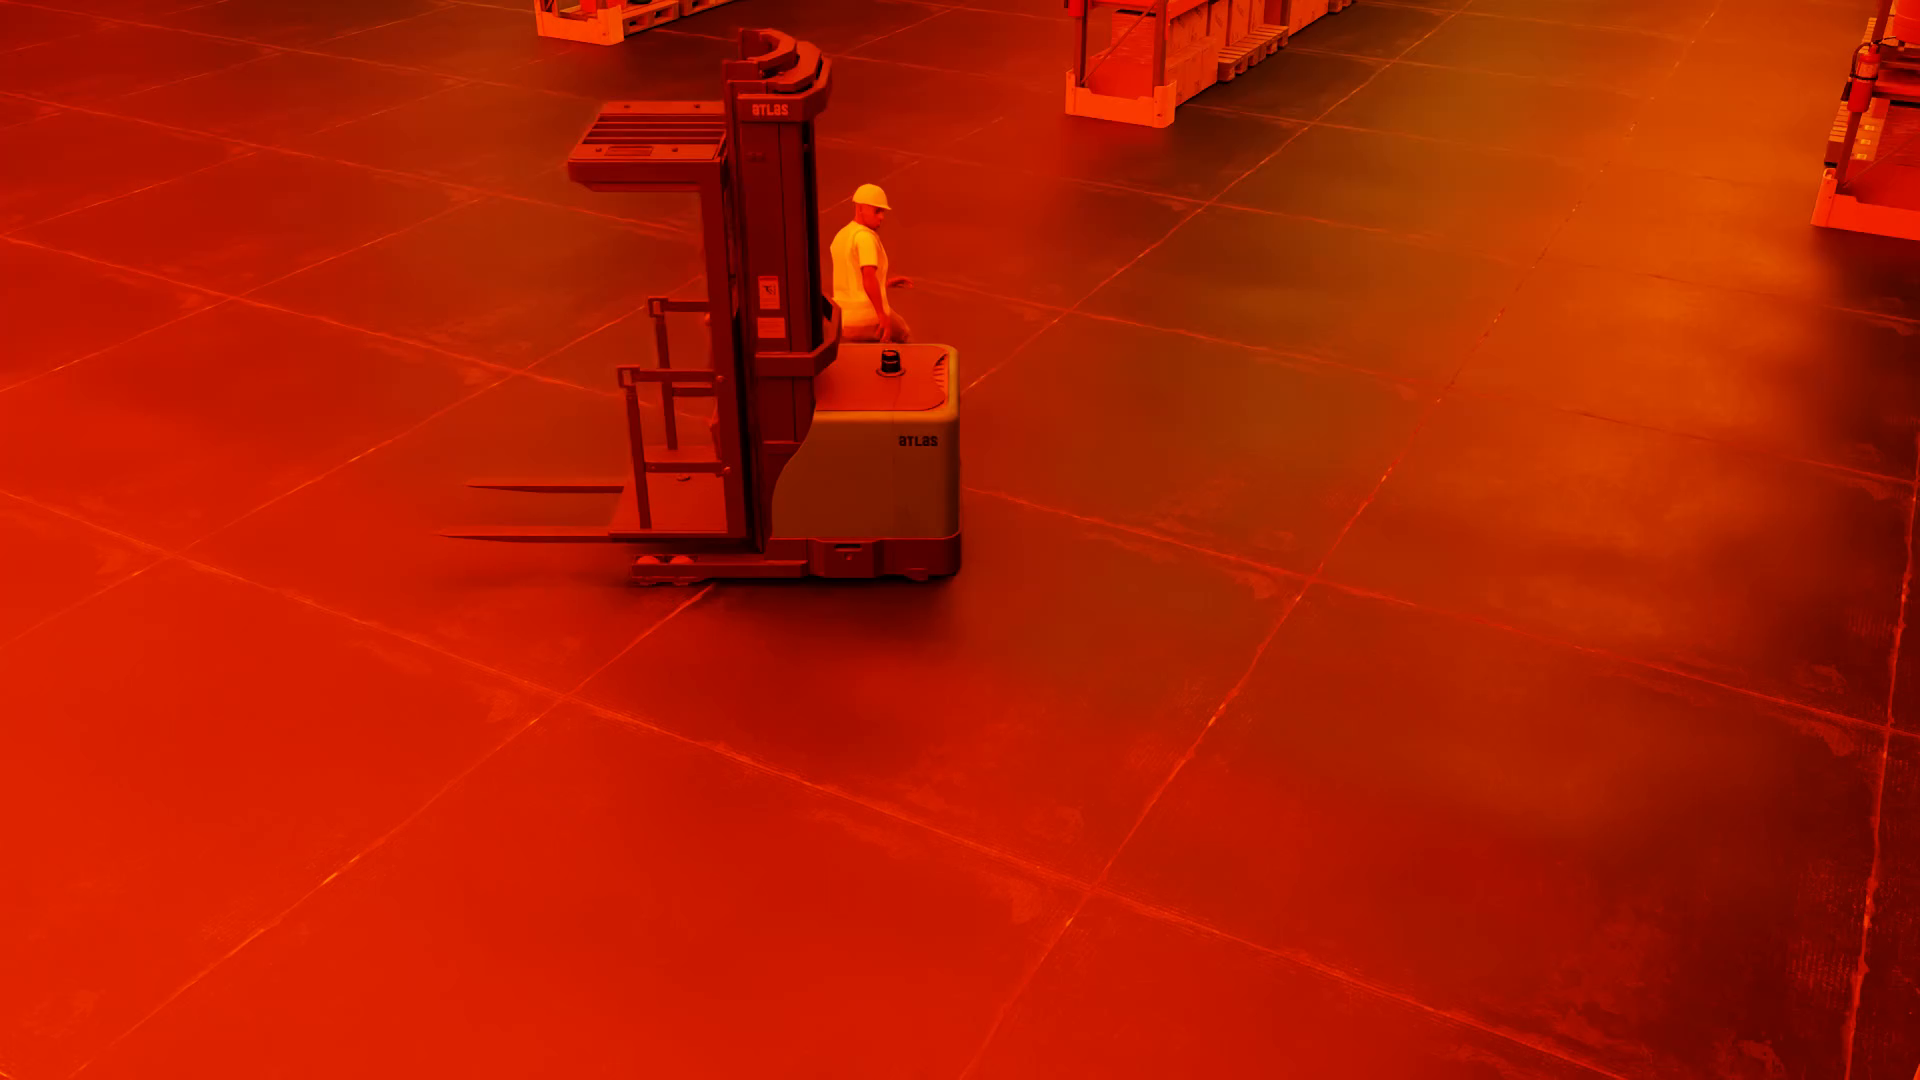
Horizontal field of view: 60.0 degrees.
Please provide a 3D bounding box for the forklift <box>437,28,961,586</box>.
[{"bbox_3d":[-1.508,-1.273,9.276,3.031,2.935,1.130,0,30,0],"label":"forklift"}]

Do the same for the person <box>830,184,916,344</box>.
[{"bbox_3d":[-0.508,-1.573,11.167,0.806,1.584,0.822,26,39,37],"label":"person"}]
